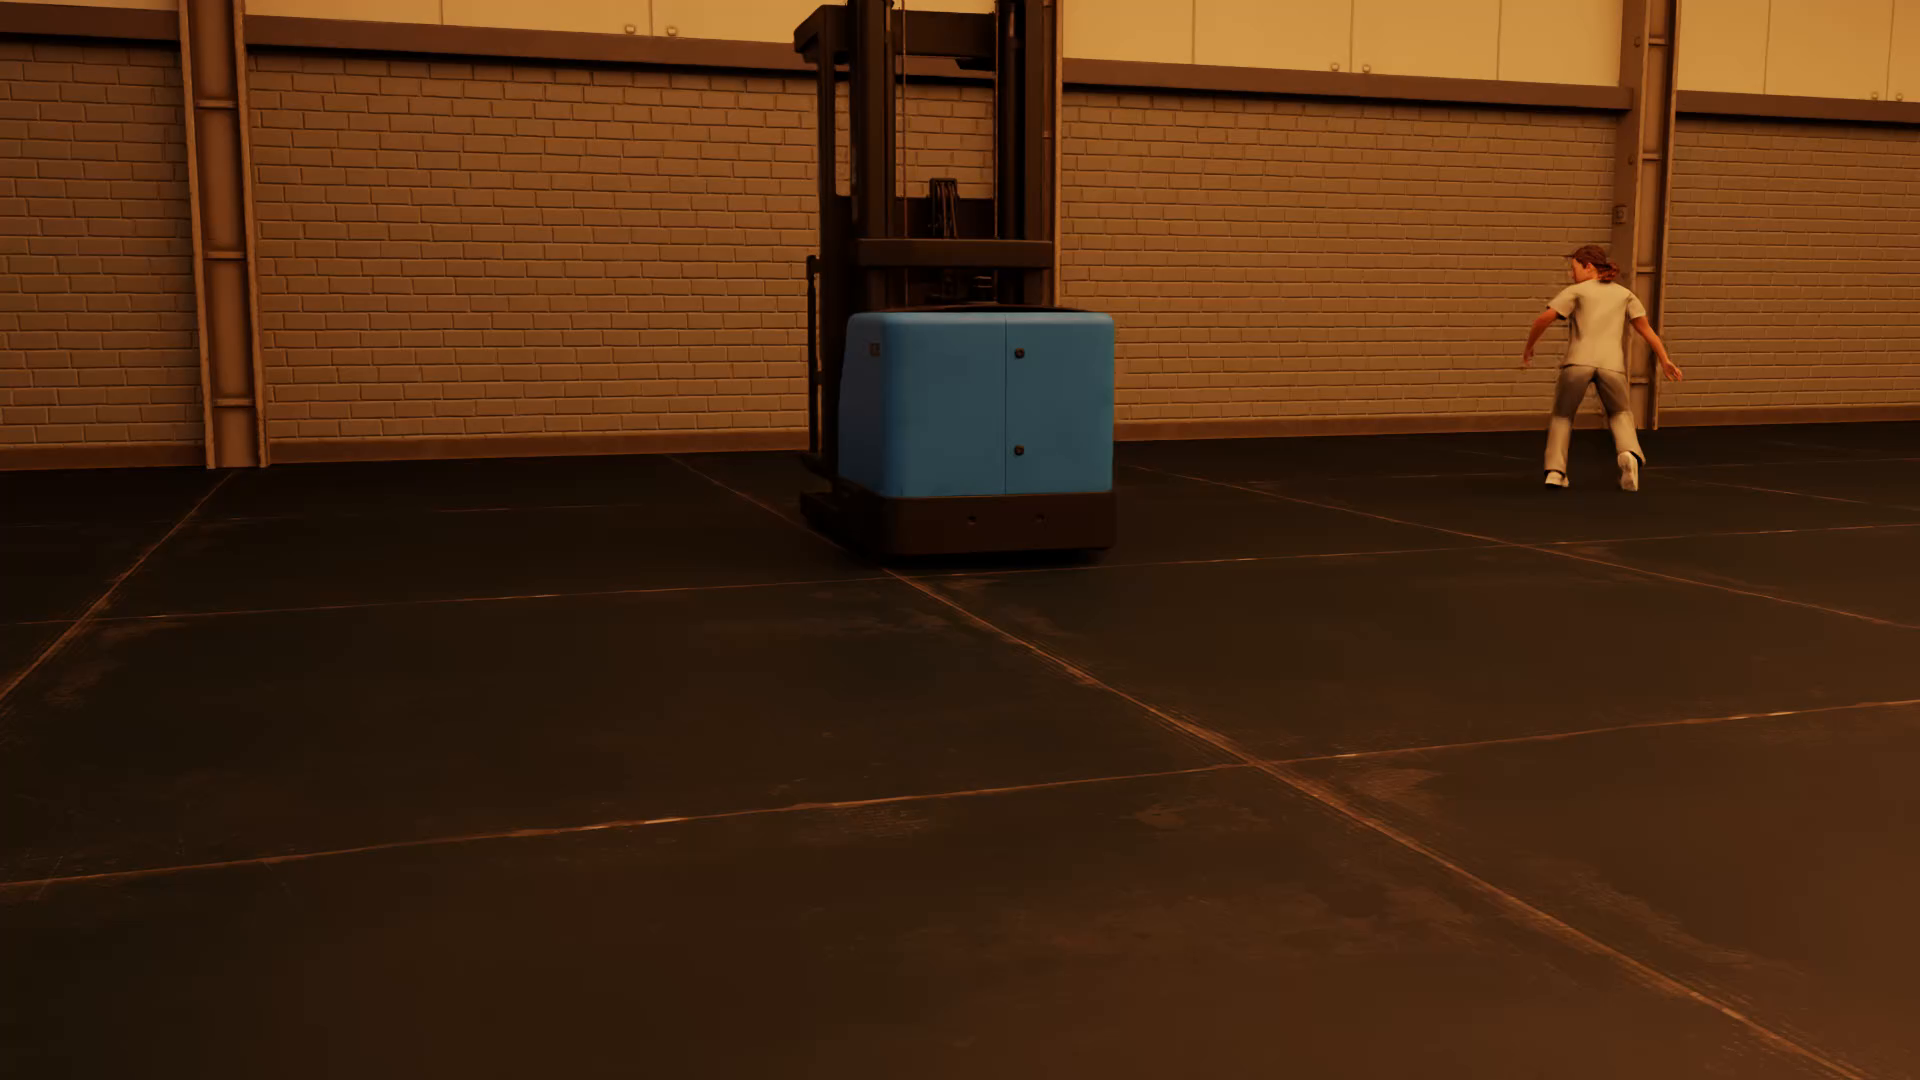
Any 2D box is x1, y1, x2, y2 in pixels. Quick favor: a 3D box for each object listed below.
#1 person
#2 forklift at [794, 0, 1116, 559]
[{"bbox_3d":[3.942,-1.044,10.227,0.877,1.537,0.471,1,8,8],"label":"person"},{"bbox_3d":[-0.208,-1.530,8.294,1.130,2.935,3.031,-2,8,-15],"label":"forklift"}]
